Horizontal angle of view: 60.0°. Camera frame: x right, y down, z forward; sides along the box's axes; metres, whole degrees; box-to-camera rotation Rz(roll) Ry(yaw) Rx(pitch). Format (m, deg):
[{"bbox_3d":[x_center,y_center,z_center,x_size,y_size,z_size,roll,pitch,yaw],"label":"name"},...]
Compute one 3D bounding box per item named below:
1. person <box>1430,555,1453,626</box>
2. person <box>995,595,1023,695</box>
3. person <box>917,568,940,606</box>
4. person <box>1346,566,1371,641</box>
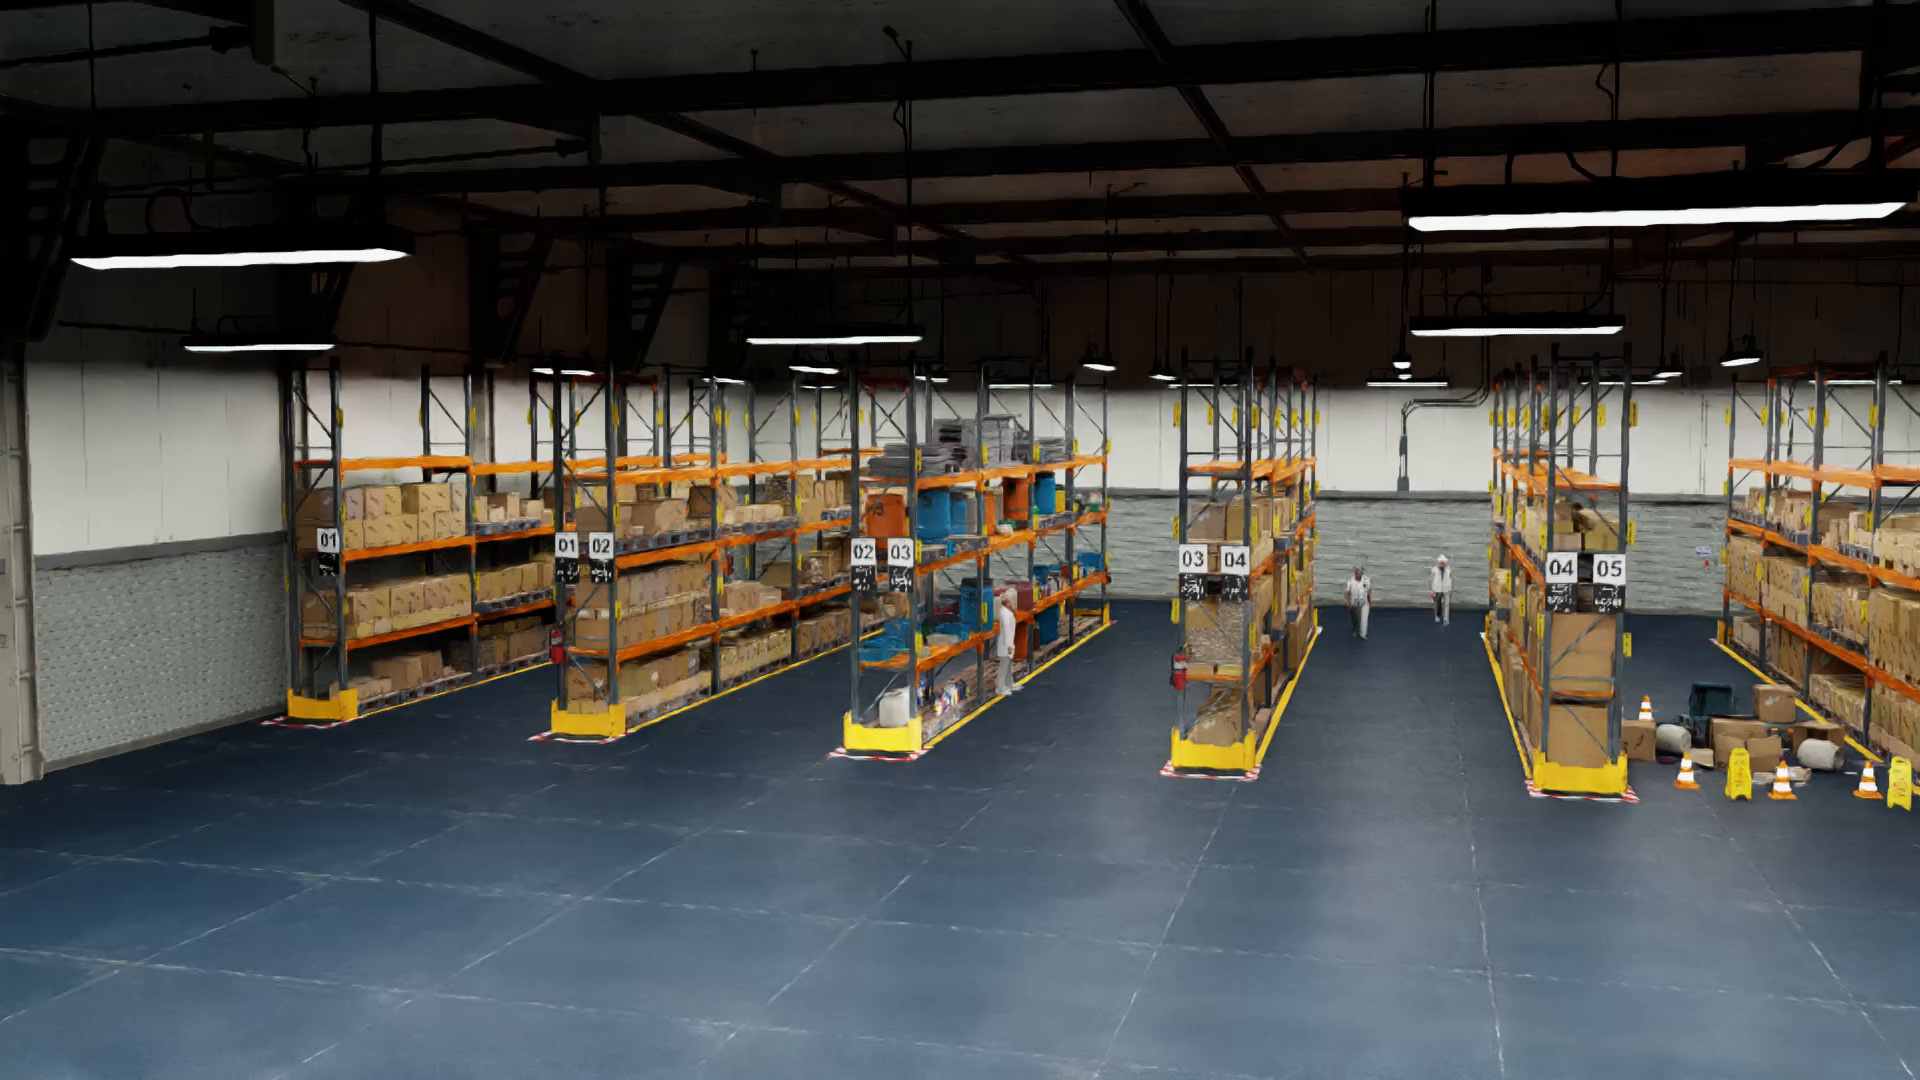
[{"bbox_3d":[11.620,1.195,40.162,0.543,1.700,1.115,1,4,18],"label":"person"},{"bbox_3d":[0.891,1.884,30.130,0.526,1.785,0.648,0,4,-1],"label":"person"},{"bbox_3d":[-0.819,0.941,43.914,0.693,1.671,0.788,0,4,-5],"label":"person"},{"bbox_3d":[8.950,1.406,37.356,0.542,1.675,1.126,1,4,17],"label":"person"}]
